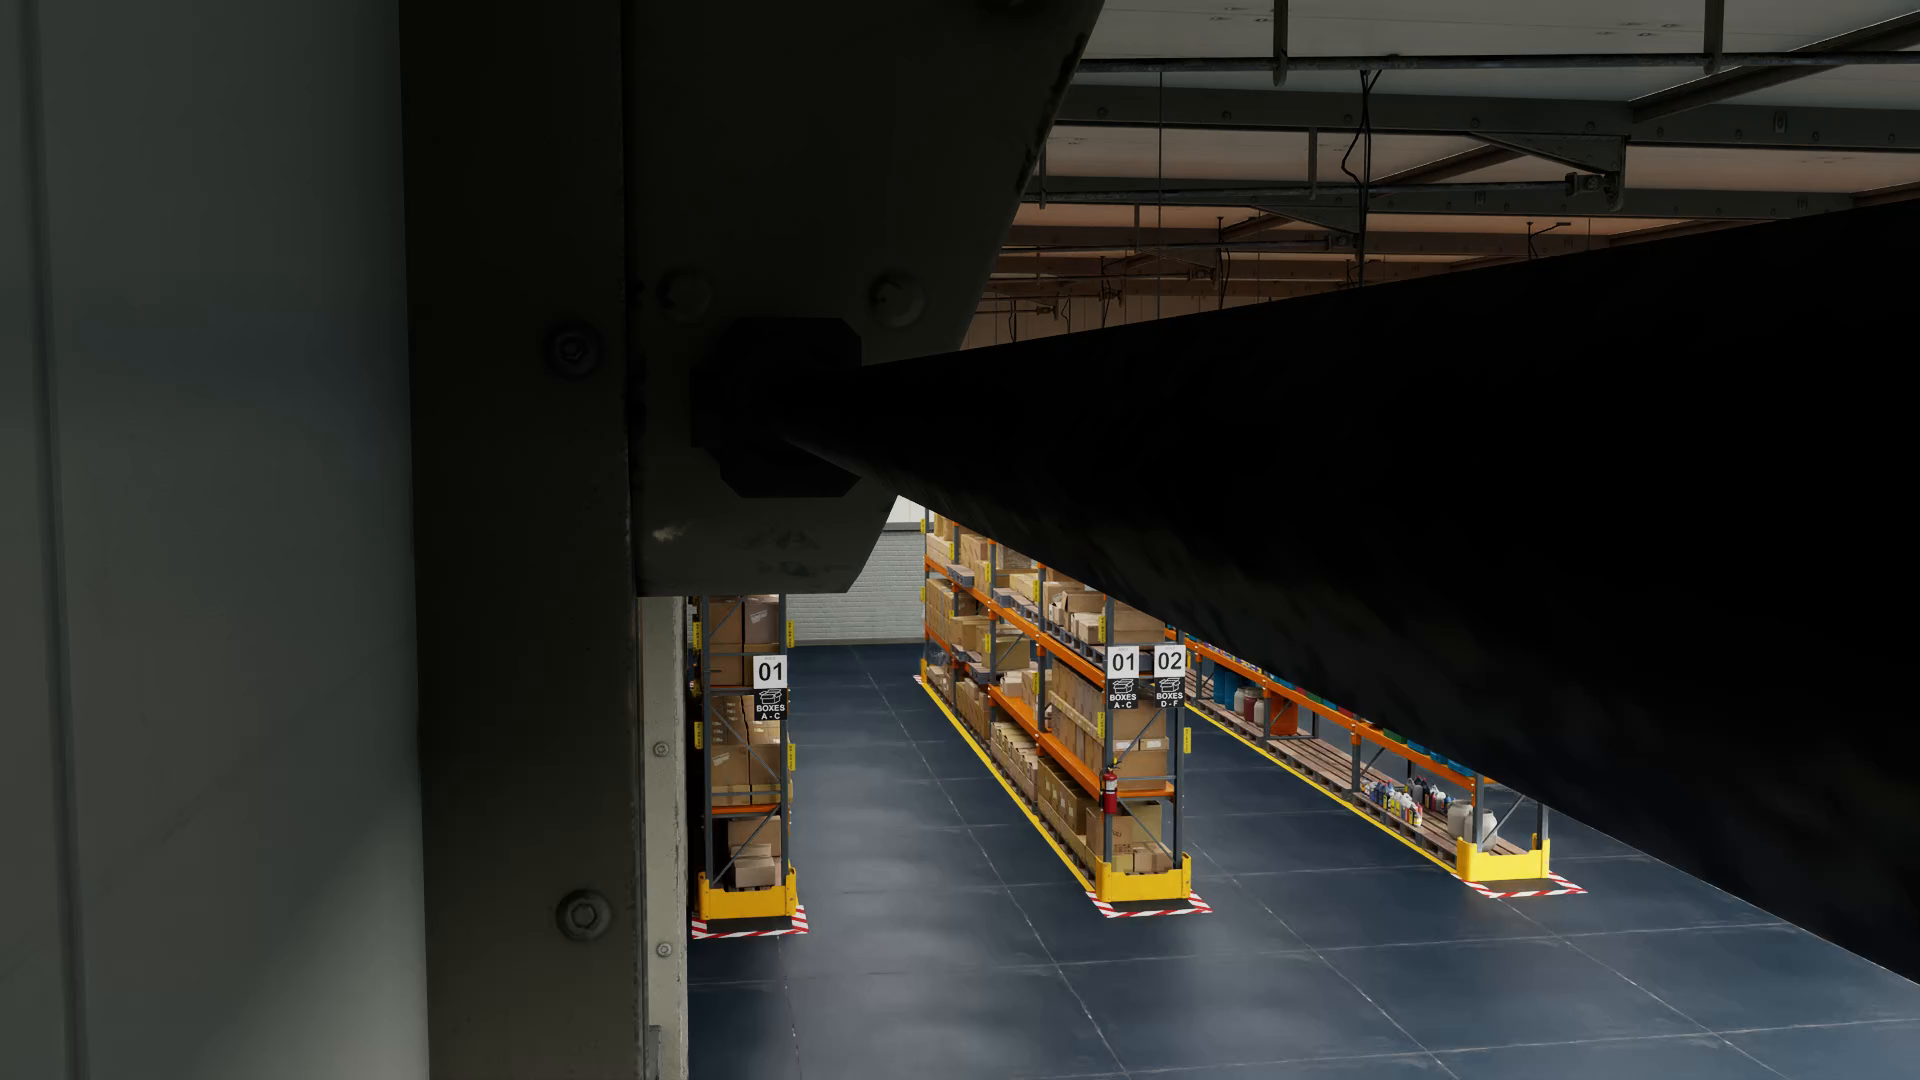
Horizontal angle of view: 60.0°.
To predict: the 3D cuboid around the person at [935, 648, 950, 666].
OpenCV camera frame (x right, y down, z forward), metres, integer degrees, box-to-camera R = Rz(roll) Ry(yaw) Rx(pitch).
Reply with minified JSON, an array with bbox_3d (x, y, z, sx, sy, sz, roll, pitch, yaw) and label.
[{"bbox_3d":[-0.328,2.169,37.658,0.556,1.721,0.647,1,5,12],"label":"person"}]
